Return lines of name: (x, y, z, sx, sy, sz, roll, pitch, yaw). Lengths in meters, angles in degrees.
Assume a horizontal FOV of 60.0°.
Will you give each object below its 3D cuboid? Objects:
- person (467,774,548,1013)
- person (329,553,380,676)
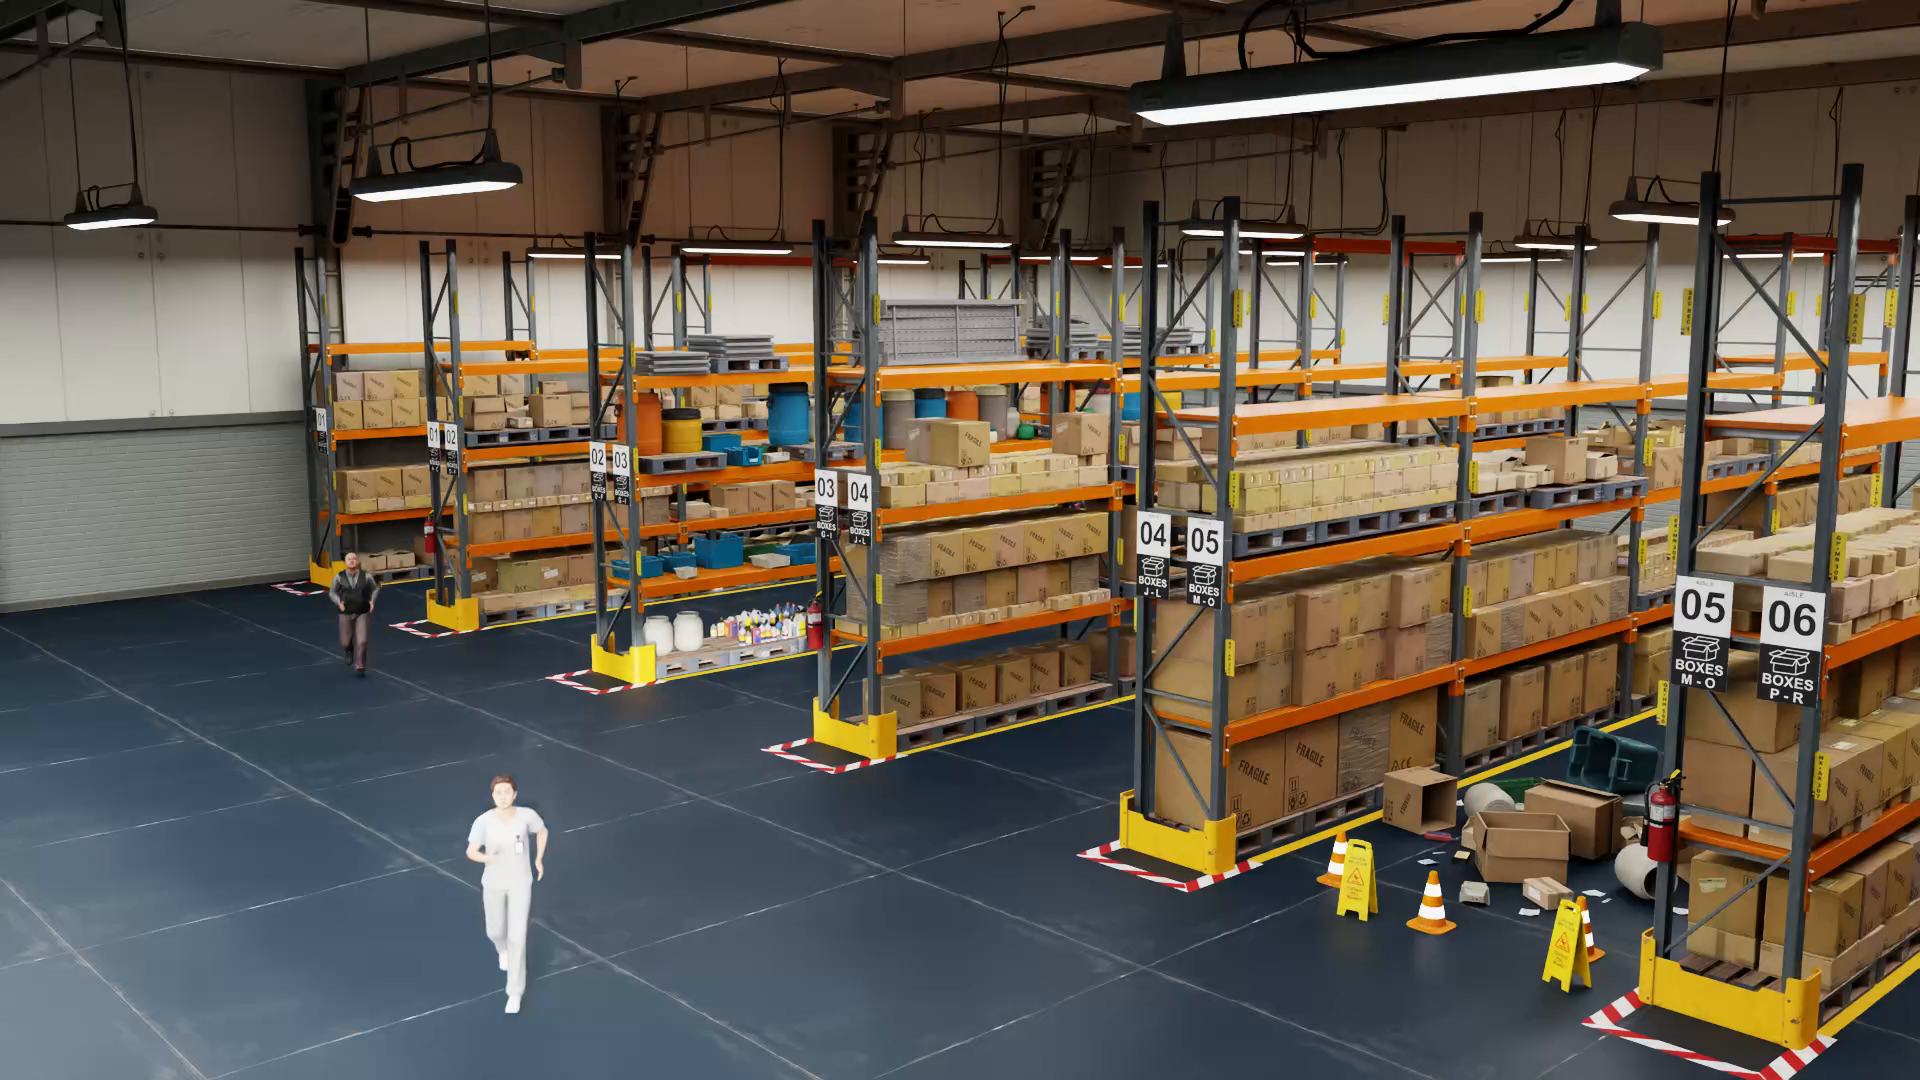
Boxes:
person: (-3.334, 2.538, 12.283, 0.569, 1.647, 0.963, -2, 9, -10)
person: (-8.285, 1.007, 22.787, 0.665, 1.677, 0.674, -3, 9, -20)
